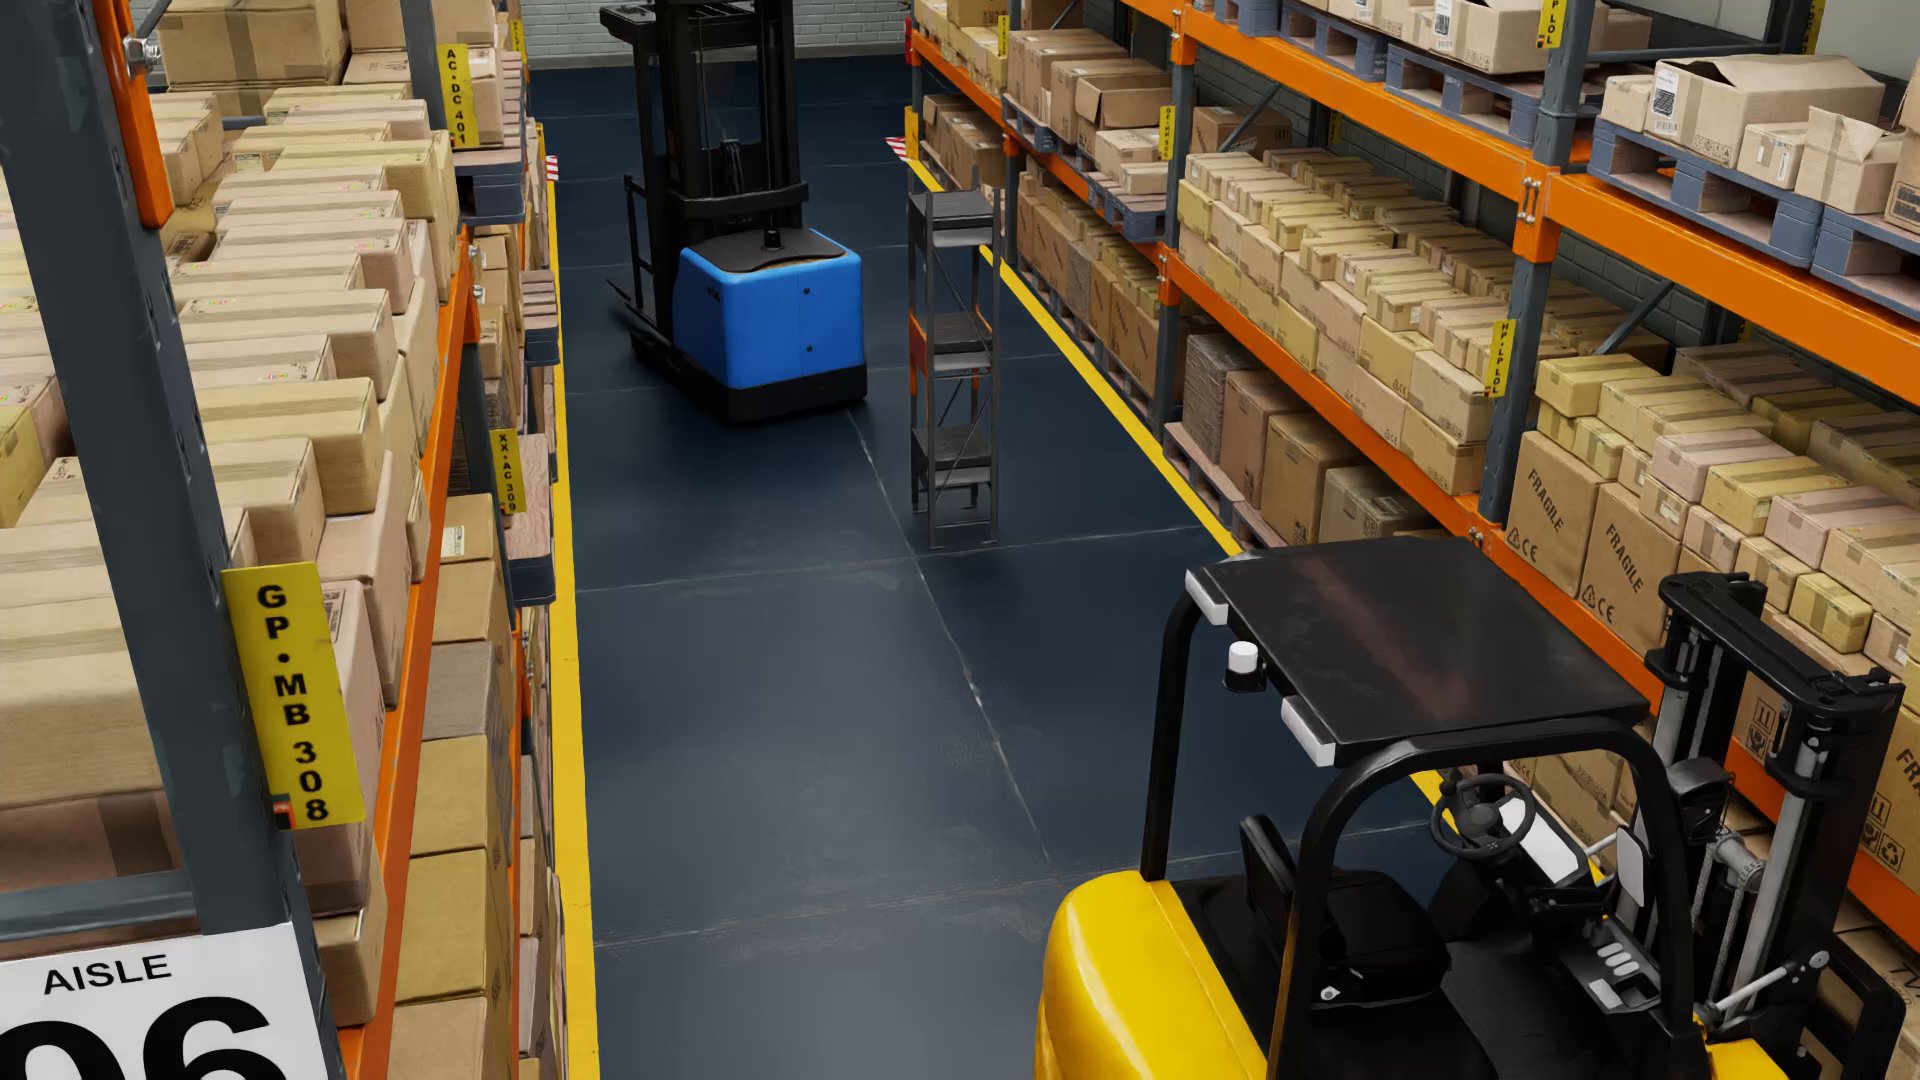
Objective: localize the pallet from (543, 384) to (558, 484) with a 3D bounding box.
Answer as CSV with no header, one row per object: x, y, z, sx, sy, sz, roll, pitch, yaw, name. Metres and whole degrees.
-3.149,-0.664,10.831,1.003,0.211,1.213,-6,27,-12,pallet

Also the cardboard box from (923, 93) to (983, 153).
0.033,-4.367,17.378,0.797,0.503,0.637,-7,28,-14,cardboard box

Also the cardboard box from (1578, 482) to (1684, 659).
2.671,0.099,6.113,0.500,0.500,0.500,-5,27,-11,cardboard box

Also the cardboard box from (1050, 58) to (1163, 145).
1.073,-3.242,12.266,0.700,0.500,0.500,-6,27,-12,cardboard box

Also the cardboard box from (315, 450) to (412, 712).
-1.200,0.082,2.765,0.500,0.250,0.500,-6,27,-12,cardboard box

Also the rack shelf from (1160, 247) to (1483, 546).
2.241,-0.861,8.926,1.077,0.370,4.000,-6,27,-12,rack shelf

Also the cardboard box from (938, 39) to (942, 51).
-0.013,-4.952,16.511,0.380,0.149,0.250,-5,27,-10,cardboard box

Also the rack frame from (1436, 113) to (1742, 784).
2.692,-0.304,7.024,1.000,3.000,0.127,-6,27,-12,rack frame

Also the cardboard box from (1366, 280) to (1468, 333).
2.130,-1.092,7.754,0.380,0.149,0.250,-7,28,-13,cardboard box

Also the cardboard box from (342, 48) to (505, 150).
-1.885,-1.556,5.874,0.500,0.250,0.500,-7,28,-13,cardboard box

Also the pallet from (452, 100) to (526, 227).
-2.179,-1.336,5.947,1.213,0.211,1.003,-6,27,-12,pallet

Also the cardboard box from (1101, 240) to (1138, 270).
1.252,-2.079,12.129,0.380,0.149,0.250,-6,27,-12,cardboard box

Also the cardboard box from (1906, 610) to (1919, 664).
2.922,0.299,4.668,0.380,0.149,0.250,-5,27,-11,cardboard box

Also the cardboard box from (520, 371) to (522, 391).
-2.227,-0.724,7.668,0.380,0.149,0.250,-5,27,-10,cardboard box

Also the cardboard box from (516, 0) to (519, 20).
-4.253,-4.926,14.961,0.500,0.500,0.500,-6,27,-12,cardboard box

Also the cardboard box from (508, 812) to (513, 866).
-1.542,0.869,4.978,0.380,0.149,0.250,-6,27,-12,cardboard box

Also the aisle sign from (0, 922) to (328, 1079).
-0.926,0.792,1.966,0.394,0.787,0.004,-6,27,-12,aisle sign

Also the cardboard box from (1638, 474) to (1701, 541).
2.636,-0.131,5.850,0.380,0.149,0.250,-5,27,-10,cardboard box

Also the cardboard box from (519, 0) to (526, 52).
-4.481,-4.927,16.071,0.500,0.500,0.500,-6,27,-11,cardboard box

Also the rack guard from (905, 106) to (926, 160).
0.004,-4.423,17.958,1.175,0.500,0.348,-6,27,-12,rack guard

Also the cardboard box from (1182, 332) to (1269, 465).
1.917,-0.913,10.398,0.875,0.625,0.625,-5,27,-10,cardboard box

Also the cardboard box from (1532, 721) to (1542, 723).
2.495,0.533,6.840,0.500,0.250,0.500,-6,27,-12,cardboard box

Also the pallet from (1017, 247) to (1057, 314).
1.109,-2.218,13.911,1.003,0.211,1.213,-6,27,-12,pallet

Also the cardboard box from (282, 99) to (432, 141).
-1.726,-1.158,4.781,0.380,0.149,0.250,-7,28,-13,cardboard box

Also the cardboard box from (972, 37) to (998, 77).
0.409,-4.300,14.776,0.500,0.250,0.500,-6,27,-11,cardboard box

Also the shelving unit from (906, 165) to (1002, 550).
-0.037,-1.010,9.421,0.431,2.100,0.503,-6,27,-12,shelving unit

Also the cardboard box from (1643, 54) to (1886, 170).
2.642,-1.446,5.479,0.500,0.311,0.500,-5,27,-11,cardboard box

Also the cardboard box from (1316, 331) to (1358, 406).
2.122,-0.873,8.318,0.500,0.250,0.500,-6,27,-11,cardboard box

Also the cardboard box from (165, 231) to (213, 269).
-2.086,-0.536,3.990,0.500,0.250,0.500,-6,27,-11,cardboard box

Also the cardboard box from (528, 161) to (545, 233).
-4.186,-3.034,14.809,0.875,0.438,0.875,-7,28,-13,cardboard box

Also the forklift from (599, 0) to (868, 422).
-1.820,-2.724,11.894,1.130,2.935,3.031,-15,30,-27,forklift

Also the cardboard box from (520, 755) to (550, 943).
-1.749,1.139,5.918,0.500,0.500,0.500,-6,27,-12,cardboard box

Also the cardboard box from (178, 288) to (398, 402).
-1.304,-0.367,3.214,0.380,0.149,0.250,-5,27,-10,cardboard box

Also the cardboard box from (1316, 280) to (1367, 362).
2.099,-1.100,8.213,0.500,0.250,0.500,-5,27,-11,cardboard box

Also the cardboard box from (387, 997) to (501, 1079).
-1.198,1.317,3.371,0.500,0.500,0.500,-5,27,-10,cardboard box

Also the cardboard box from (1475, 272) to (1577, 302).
2.679,-1.158,7.884,0.380,0.149,0.250,-6,27,-12,cardboard box

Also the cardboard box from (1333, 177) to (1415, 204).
2.351,-1.948,9.450,0.380,0.149,0.250,-6,28,-13,cardboard box

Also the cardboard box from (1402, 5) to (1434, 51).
2.148,-2.215,7.183,0.380,0.149,0.250,-6,27,-12,cardboard box

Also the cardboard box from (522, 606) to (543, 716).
-2.430,0.642,7.600,0.950,0.372,0.625,-4,27,-8,cardboard box

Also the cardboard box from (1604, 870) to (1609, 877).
2.738,1.427,6.179,0.500,0.250,0.500,-5,27,-11,cardboard box

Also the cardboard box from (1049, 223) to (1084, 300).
1.016,-2.200,13.089,0.500,0.500,0.500,-7,28,-13,cardboard box

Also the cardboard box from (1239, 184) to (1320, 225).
1.791,-1.884,9.323,0.380,0.149,0.250,-6,27,-11,cardboard box

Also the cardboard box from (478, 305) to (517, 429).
-2.083,-0.618,6.739,0.500,0.500,0.500,-6,27,-11,cardboard box

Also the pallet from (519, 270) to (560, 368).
-2.781,-1.167,8.946,1.213,0.211,1.003,-6,27,-12,pallet

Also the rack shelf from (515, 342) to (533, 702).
-2.594,-0.356,7.924,1.077,0.370,4.000,-6,27,-12,rack shelf

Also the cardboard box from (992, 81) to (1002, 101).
0.491,-3.931,14.488,0.380,0.149,0.250,-5,27,-10,cardboard box

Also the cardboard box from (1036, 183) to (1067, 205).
0.848,-2.879,13.714,0.380,0.149,0.250,-7,28,-13,cardboard box

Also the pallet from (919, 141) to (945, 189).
0.185,-3.944,17.330,1.003,0.211,1.213,-6,27,-12,pallet

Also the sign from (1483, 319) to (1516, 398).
2.165,-0.727,6.663,0.100,0.325,0.005,-6,27,-12,sign

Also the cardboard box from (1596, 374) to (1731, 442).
2.639,-0.497,6.246,0.380,0.149,0.250,-6,27,-11,cardboard box

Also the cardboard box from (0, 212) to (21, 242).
-2.044,-0.644,3.762,0.380,0.149,0.250,-6,27,-12,cardboard box

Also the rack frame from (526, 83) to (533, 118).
-4.848,-5.067,16.459,1.000,3.000,0.127,-6,27,-12,rack frame
